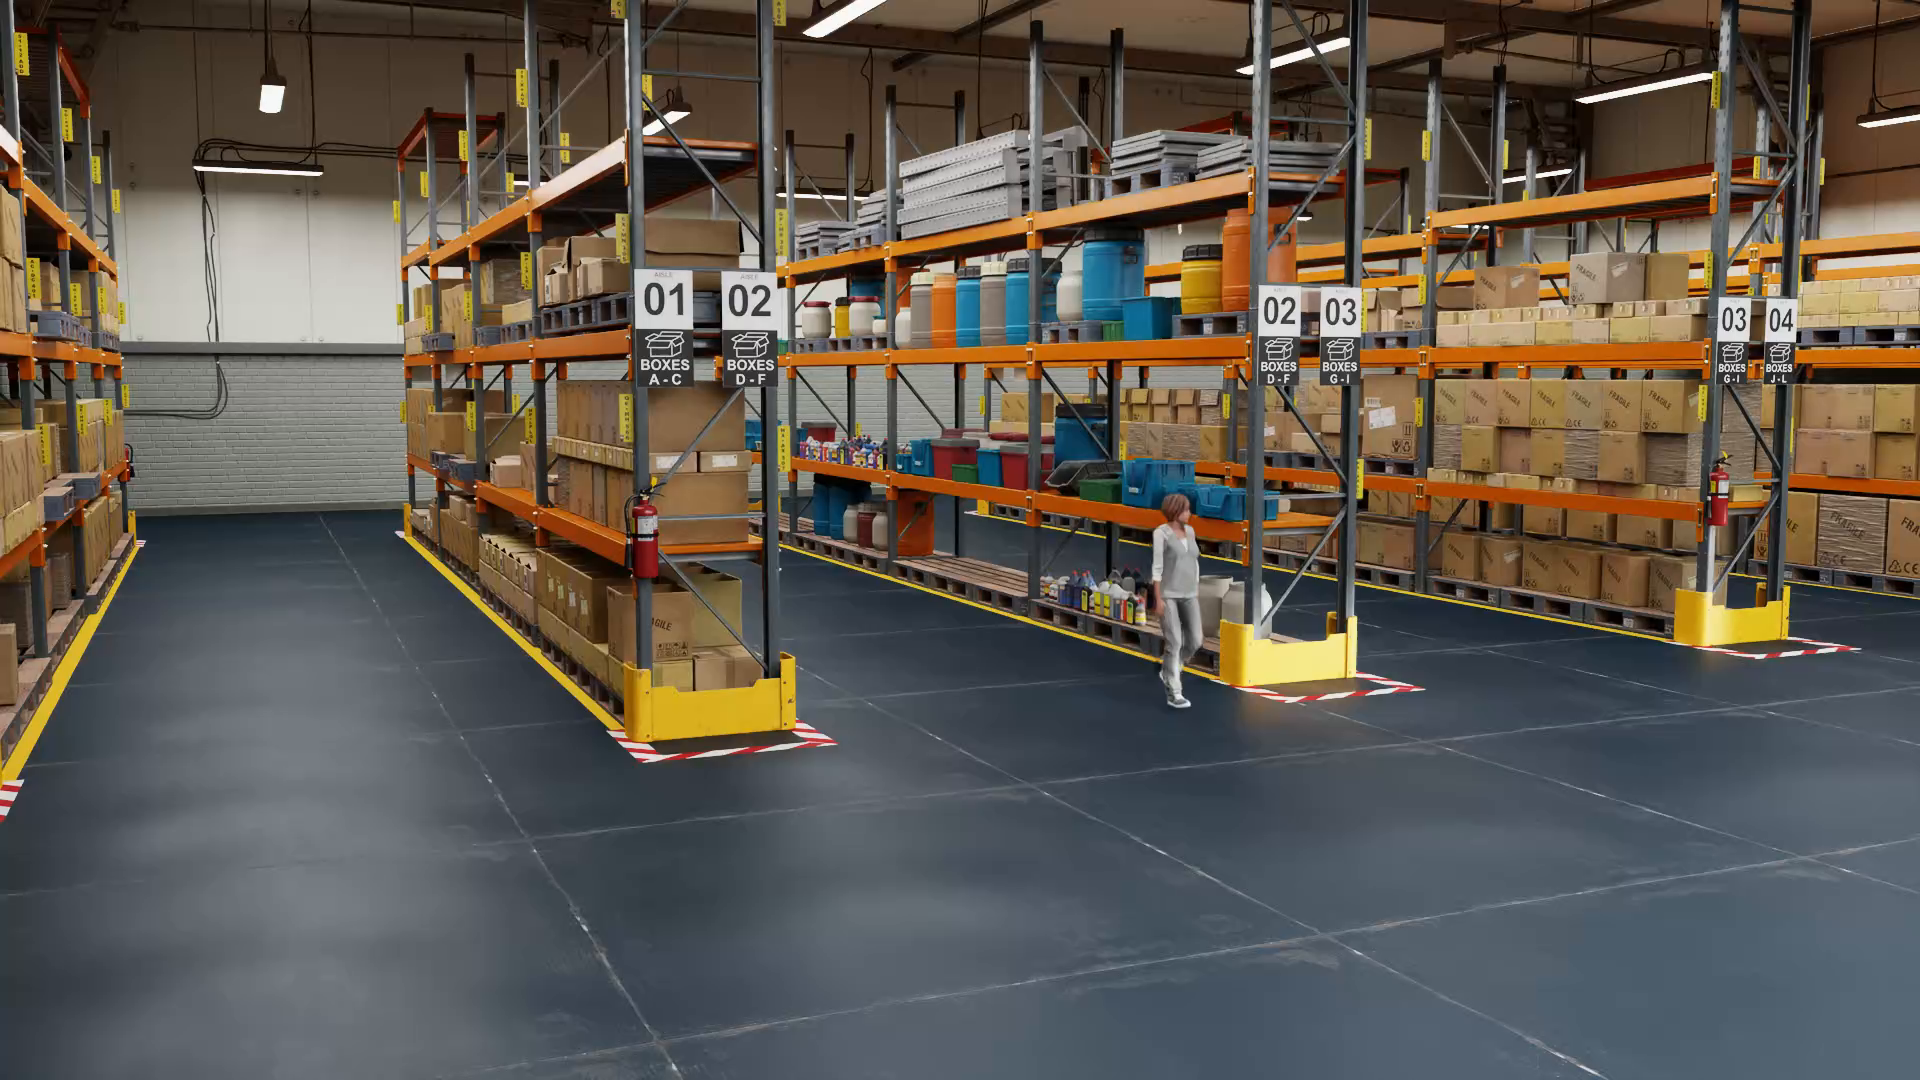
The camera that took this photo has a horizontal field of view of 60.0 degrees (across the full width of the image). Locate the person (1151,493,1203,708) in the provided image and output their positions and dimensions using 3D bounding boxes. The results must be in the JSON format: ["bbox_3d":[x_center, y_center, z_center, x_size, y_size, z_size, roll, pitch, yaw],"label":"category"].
[{"bbox_3d":[1.628,0.439,12.470,0.426,1.583,0.546,-3,6,-26],"label":"person"}]
